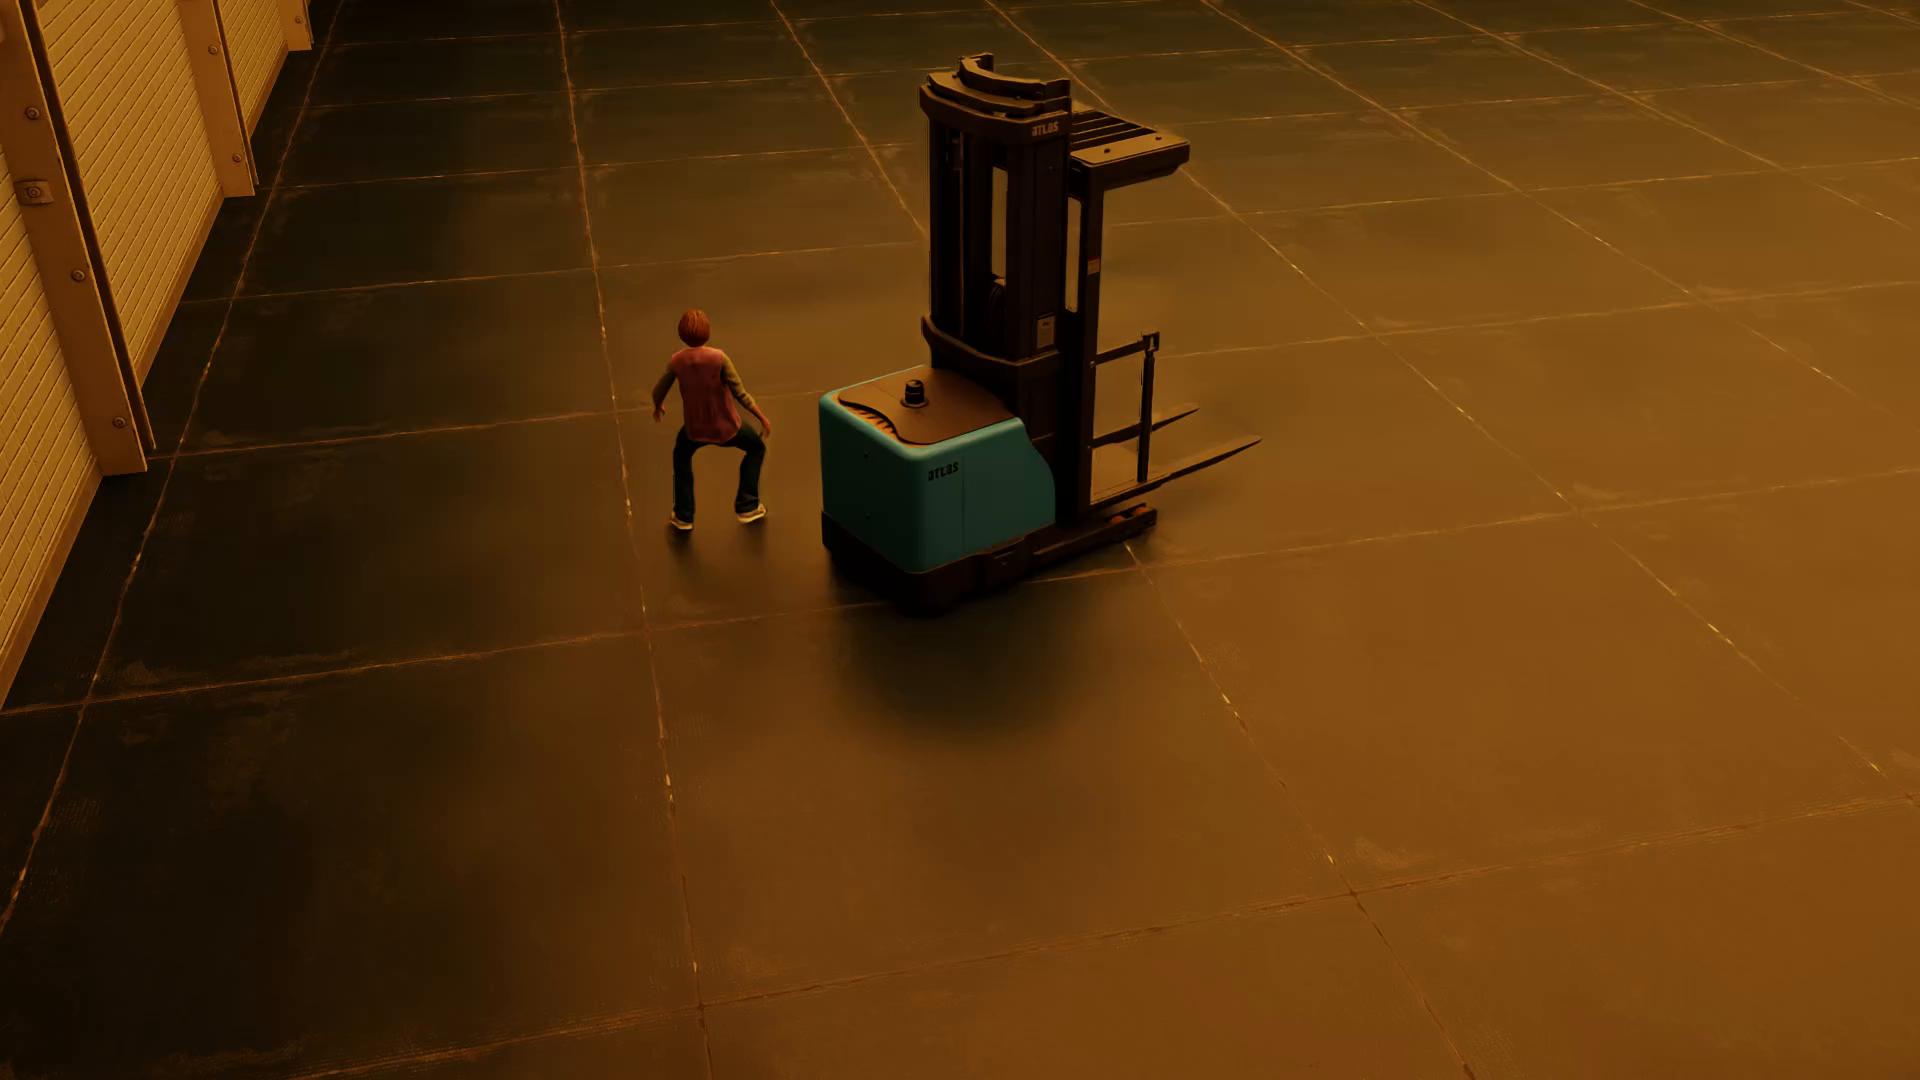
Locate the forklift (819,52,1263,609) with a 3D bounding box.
[{"bbox_3d":[0.635,-1.447,10.074,3.031,2.935,1.130,-20,36,-31],"label":"forklift"}]

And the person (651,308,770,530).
[{"bbox_3d":[-1.547,-0.748,10.330,0.767,1.489,0.453,5,30,8],"label":"person"}]
